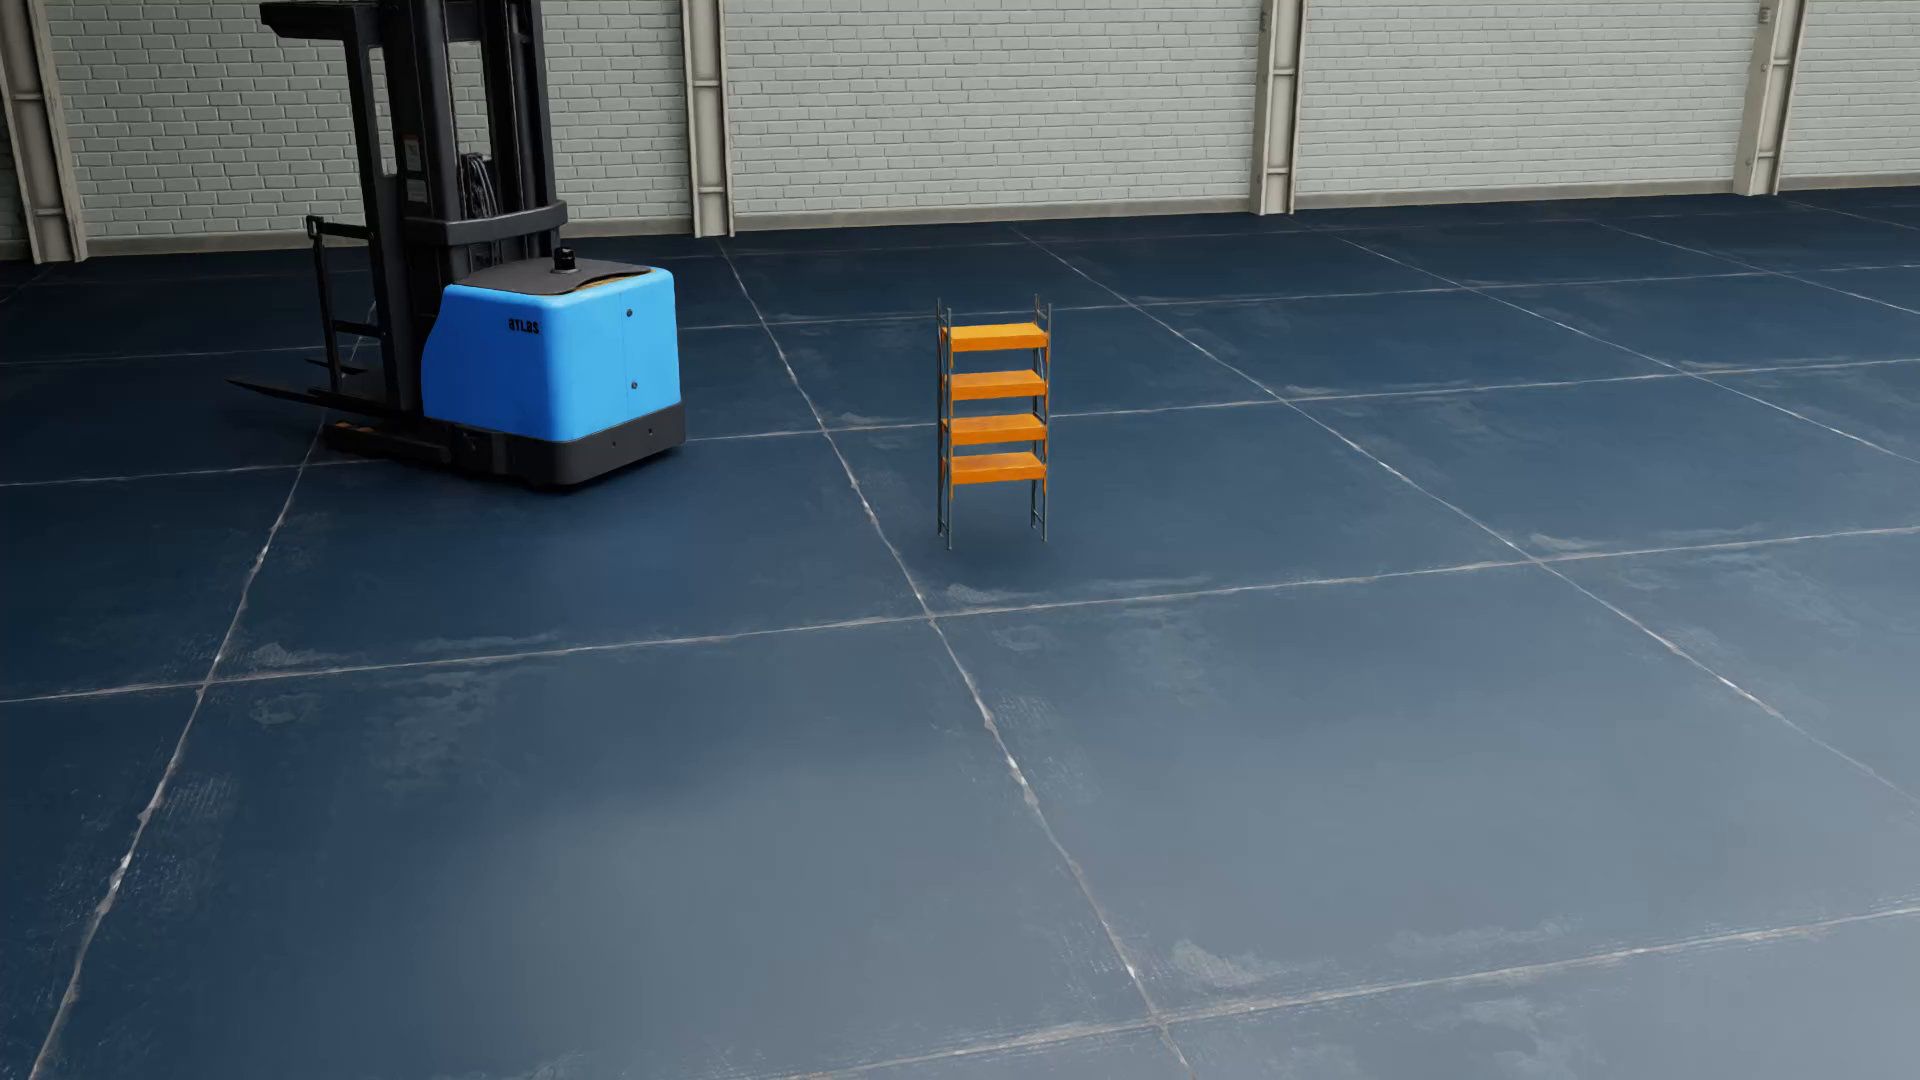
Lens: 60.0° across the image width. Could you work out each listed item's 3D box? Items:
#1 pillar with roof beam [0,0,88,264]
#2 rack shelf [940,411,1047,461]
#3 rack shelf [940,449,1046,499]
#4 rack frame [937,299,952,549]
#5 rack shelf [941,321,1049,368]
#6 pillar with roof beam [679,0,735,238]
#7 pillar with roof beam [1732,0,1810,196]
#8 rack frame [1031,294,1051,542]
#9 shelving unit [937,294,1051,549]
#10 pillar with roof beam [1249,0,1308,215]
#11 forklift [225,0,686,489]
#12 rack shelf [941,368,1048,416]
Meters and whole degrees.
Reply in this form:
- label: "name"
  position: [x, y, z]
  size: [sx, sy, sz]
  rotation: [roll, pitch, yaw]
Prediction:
- label: "pillar with roof beam"
  position: [-7.322, -5.377, 9.909]
  size: [0.400, 9.000, 9.100]
  rotation: [-5, 21, -12]
- label: "rack shelf"
  position: [0.161, -0.513, 8.167]
  size: [0.480, 0.148, 0.258]
  rotation: [-5, 21, -12]
- label: "rack shelf"
  position: [0.161, -0.327, 8.235]
  size: [0.480, 0.148, 0.258]
  rotation: [-5, 21, -12]
- label: "rack frame"
  position: [-0.076, -0.557, 8.091]
  size: [0.015, 1.200, 0.240]
  rotation: [-5, 21, -12]
- label: "rack shelf"
  position: [0.161, -0.945, 8.009]
  size: [0.480, 0.148, 0.258]
  rotation: [-5, 21, -12]
- label: "pillar with roof beam"
  position: [-1.483, -5.852, 11.206]
  size: [0.400, 9.000, 9.100]
  rotation: [-5, 21, -12]
- label: "pillar with roof beam"
  position: [10.195, -6.801, 13.799]
  size: [0.400, 9.000, 9.100]
  rotation: [-5, 21, -12]
- label: "rack frame"
  position: [0.399, -0.596, 8.197]
  size: [0.015, 1.200, 0.240]
  rotation: [-5, 21, -12]
- label: "shelving unit"
  position: [0.161, -0.576, 8.144]
  size: [0.503, 1.200, 0.258]
  rotation: [-5, 21, -12]
- label: "pillar with roof beam"
  position: [4.356, -6.326, 12.502]
  size: [0.400, 9.000, 9.100]
  rotation: [-5, 21, -12]
- label: "forklift"
  position: [-3.130, -2.009, 9.538]
  size: [3.031, 2.935, 1.130]
  rotation: [11, 23, 28]
- label: "rack shelf"
  position: [0.161, -0.723, 8.090]
  size: [0.480, 0.148, 0.258]
  rotation: [-5, 21, -12]
